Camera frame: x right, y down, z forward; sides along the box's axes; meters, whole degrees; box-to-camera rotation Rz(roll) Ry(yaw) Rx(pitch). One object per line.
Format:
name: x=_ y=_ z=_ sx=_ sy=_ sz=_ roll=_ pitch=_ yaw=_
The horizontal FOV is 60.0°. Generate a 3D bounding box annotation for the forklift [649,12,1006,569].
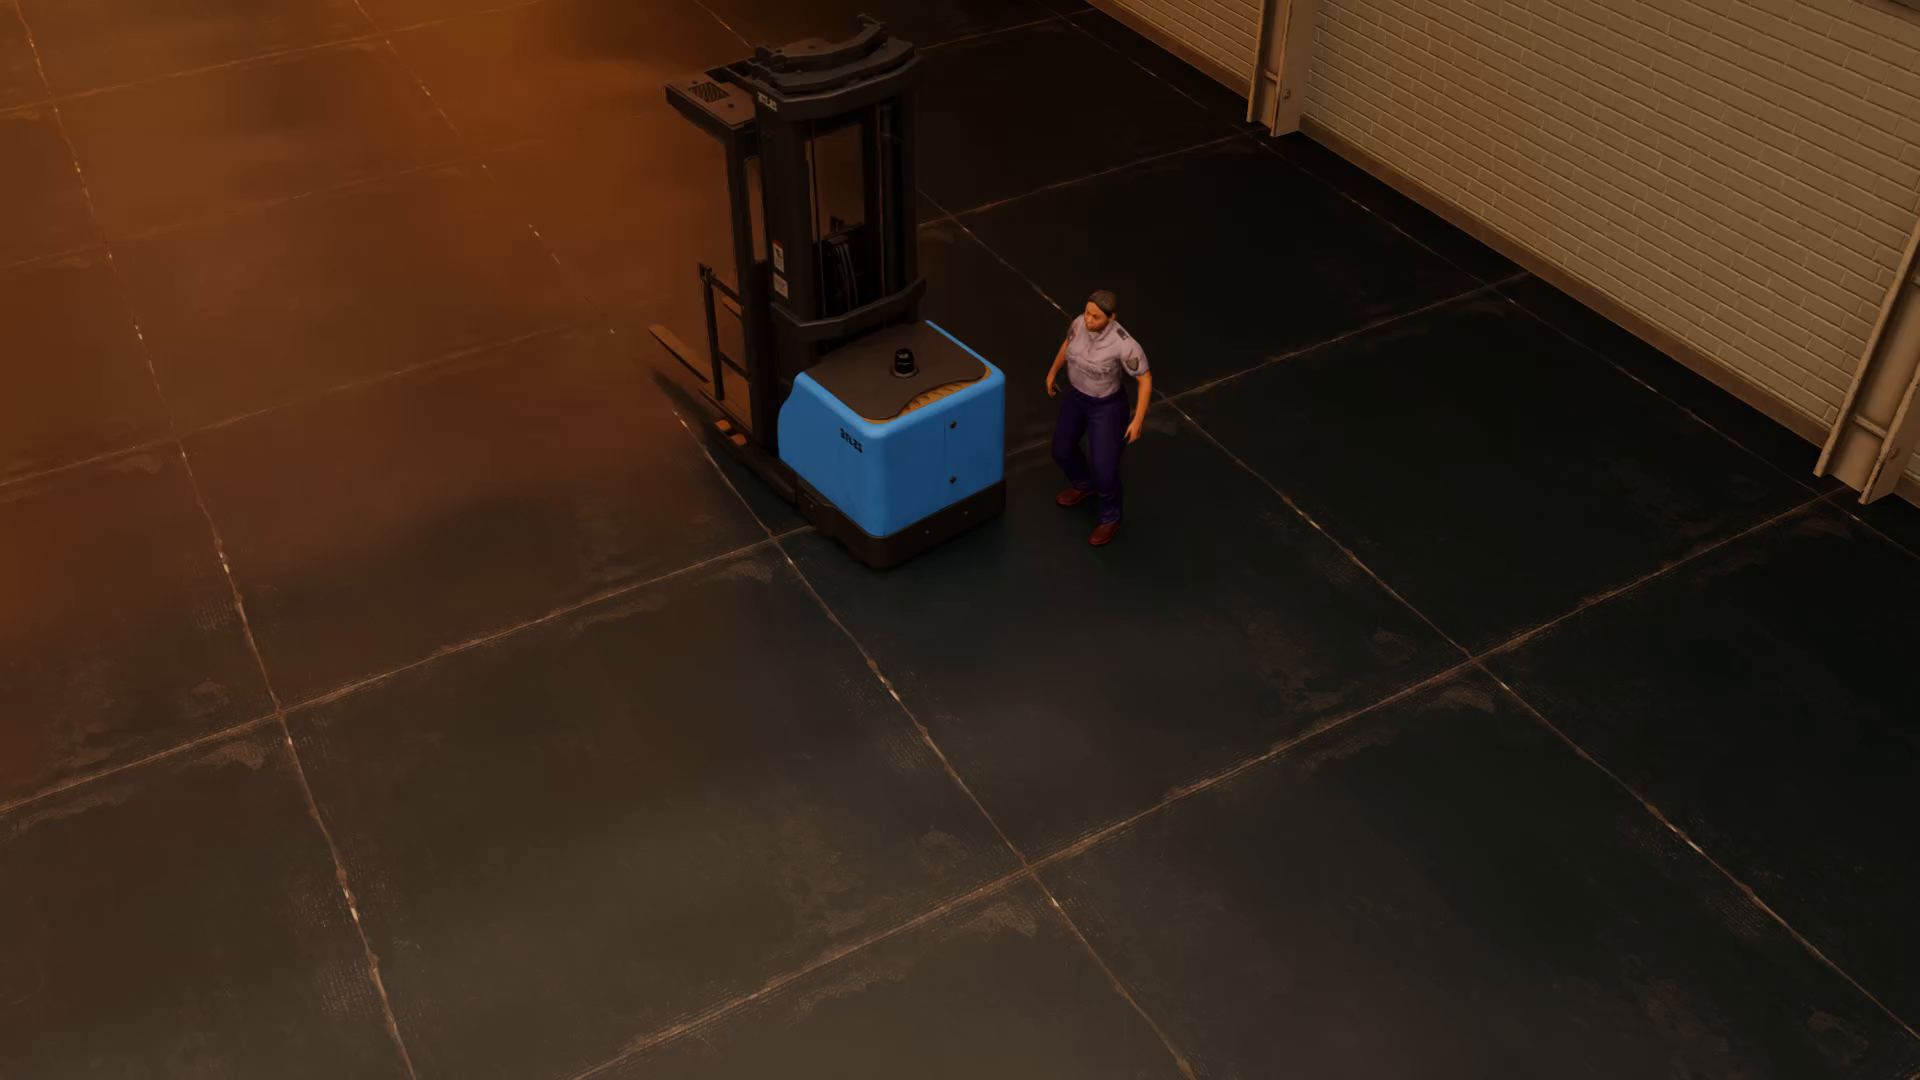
forklift: x=-1.016 y=-1.839 z=10.254 sx=1.130 sy=2.935 sz=3.031 roll=-27 pitch=47 yaw=-28

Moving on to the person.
person: x=0.788 y=-0.801 z=10.041 sx=0.444 sy=1.606 sz=0.763 roll=-31 pitch=49 yaw=-32
